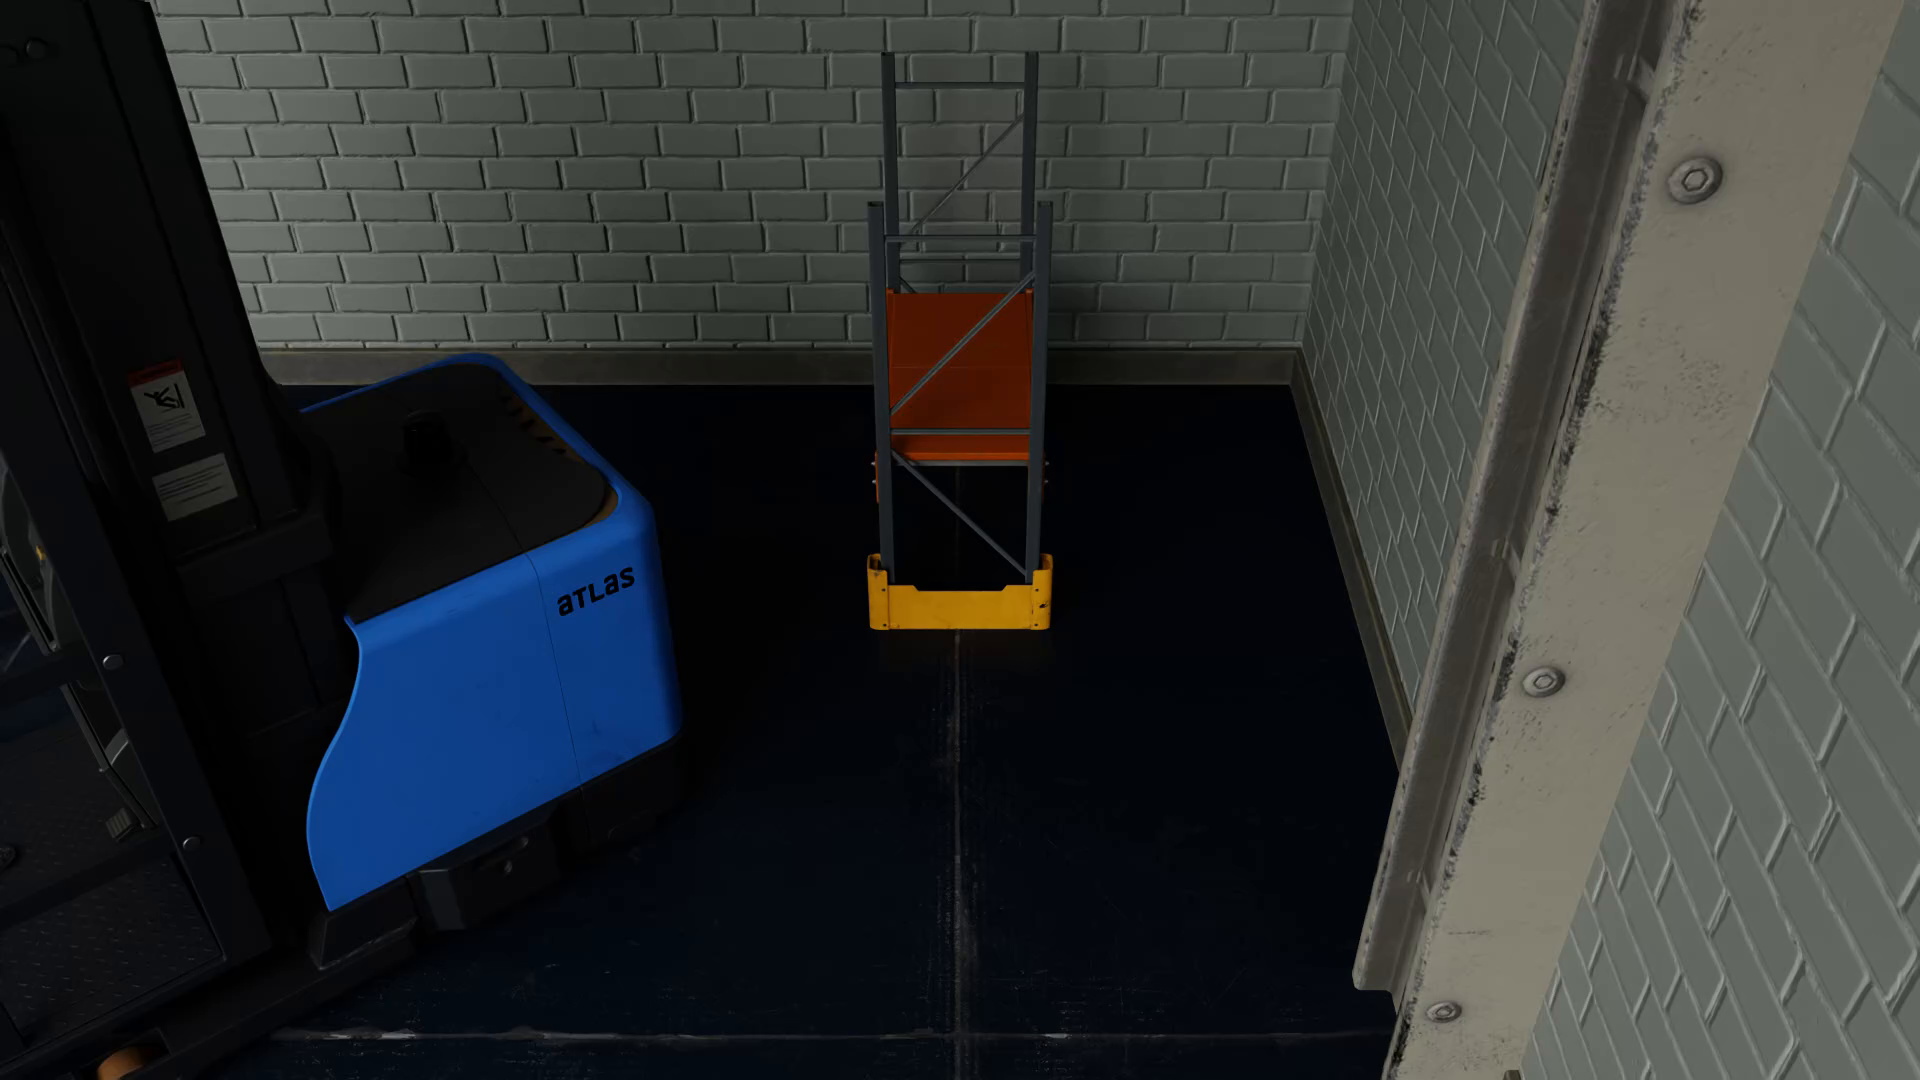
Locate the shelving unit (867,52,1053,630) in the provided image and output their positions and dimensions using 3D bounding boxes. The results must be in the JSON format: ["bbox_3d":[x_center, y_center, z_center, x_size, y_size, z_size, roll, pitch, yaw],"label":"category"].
[{"bbox_3d":[0.000,-0.633,5.340,0.587,1.500,1.083,0,39,0],"label":"shelving unit"}]

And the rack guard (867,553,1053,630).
[{"bbox_3d":[0.000,0.166,5.343,0.587,0.250,0.087,0,39,0],"label":"rack guard"}]

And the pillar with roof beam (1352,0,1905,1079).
[{"bbox_3d":[-3.128,-2.259,1.372,9.100,9.000,0.400,0,39,0],"label":"pillar with roof beam"}]

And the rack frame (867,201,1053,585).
[{"bbox_3d":[0.000,-0.321,4.951,0.500,1.500,0.032,0,39,0],"label":"rack frame"}]

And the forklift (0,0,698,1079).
[{"bbox_3d":[-2.228,-0.060,3.481,3.031,2.935,1.130,-26,45,-29],"label":"forklift"}]

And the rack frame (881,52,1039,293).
[{"bbox_3d":[-0.001,-0.957,5.744,0.500,1.500,0.032,0,39,0],"label":"rack frame"}]

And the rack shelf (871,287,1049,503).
[{"bbox_3d":[0.000,-0.498,5.460,0.538,0.185,1.000,0,39,0],"label":"rack shelf"}]
